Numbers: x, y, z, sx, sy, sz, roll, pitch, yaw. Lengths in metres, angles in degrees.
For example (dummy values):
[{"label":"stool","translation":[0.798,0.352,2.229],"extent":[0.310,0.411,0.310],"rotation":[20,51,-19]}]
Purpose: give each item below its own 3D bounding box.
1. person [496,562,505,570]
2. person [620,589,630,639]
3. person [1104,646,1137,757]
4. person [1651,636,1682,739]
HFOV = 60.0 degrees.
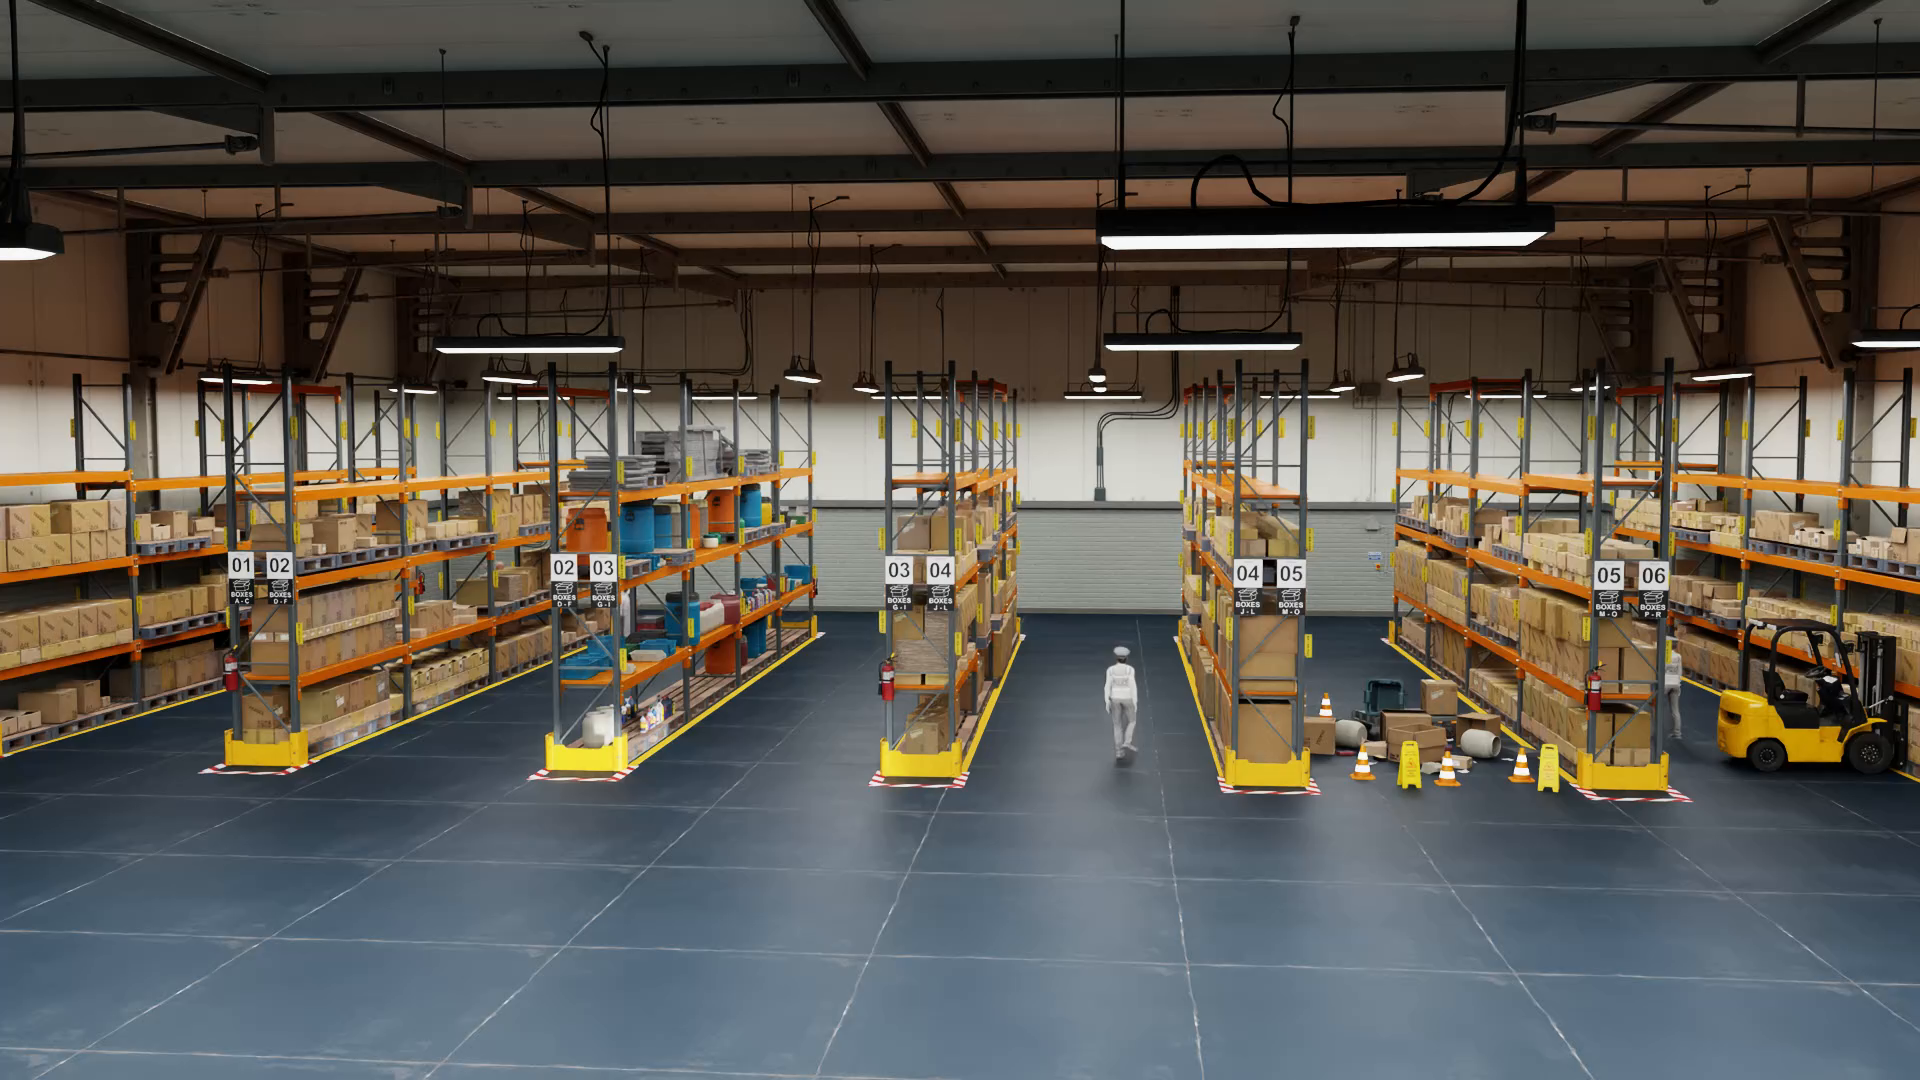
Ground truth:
[{"label":"person","translation":[-11.392,1.422,40.877],"extent":[0.923,1.765,0.640],"rotation":[-2,4,-31]},{"label":"person","translation":[-7.626,1.693,37.831],"extent":[0.481,1.603,1.043],"rotation":[0,4,4]},{"label":"person","translation":[2.468,2.478,25.491],"extent":[0.517,1.682,0.446],"rotation":[1,4,14]},{"label":"person","translation":[11.505,2.405,27.011],"extent":[0.525,1.676,0.683],"rotation":[-1,4,-10]}]
